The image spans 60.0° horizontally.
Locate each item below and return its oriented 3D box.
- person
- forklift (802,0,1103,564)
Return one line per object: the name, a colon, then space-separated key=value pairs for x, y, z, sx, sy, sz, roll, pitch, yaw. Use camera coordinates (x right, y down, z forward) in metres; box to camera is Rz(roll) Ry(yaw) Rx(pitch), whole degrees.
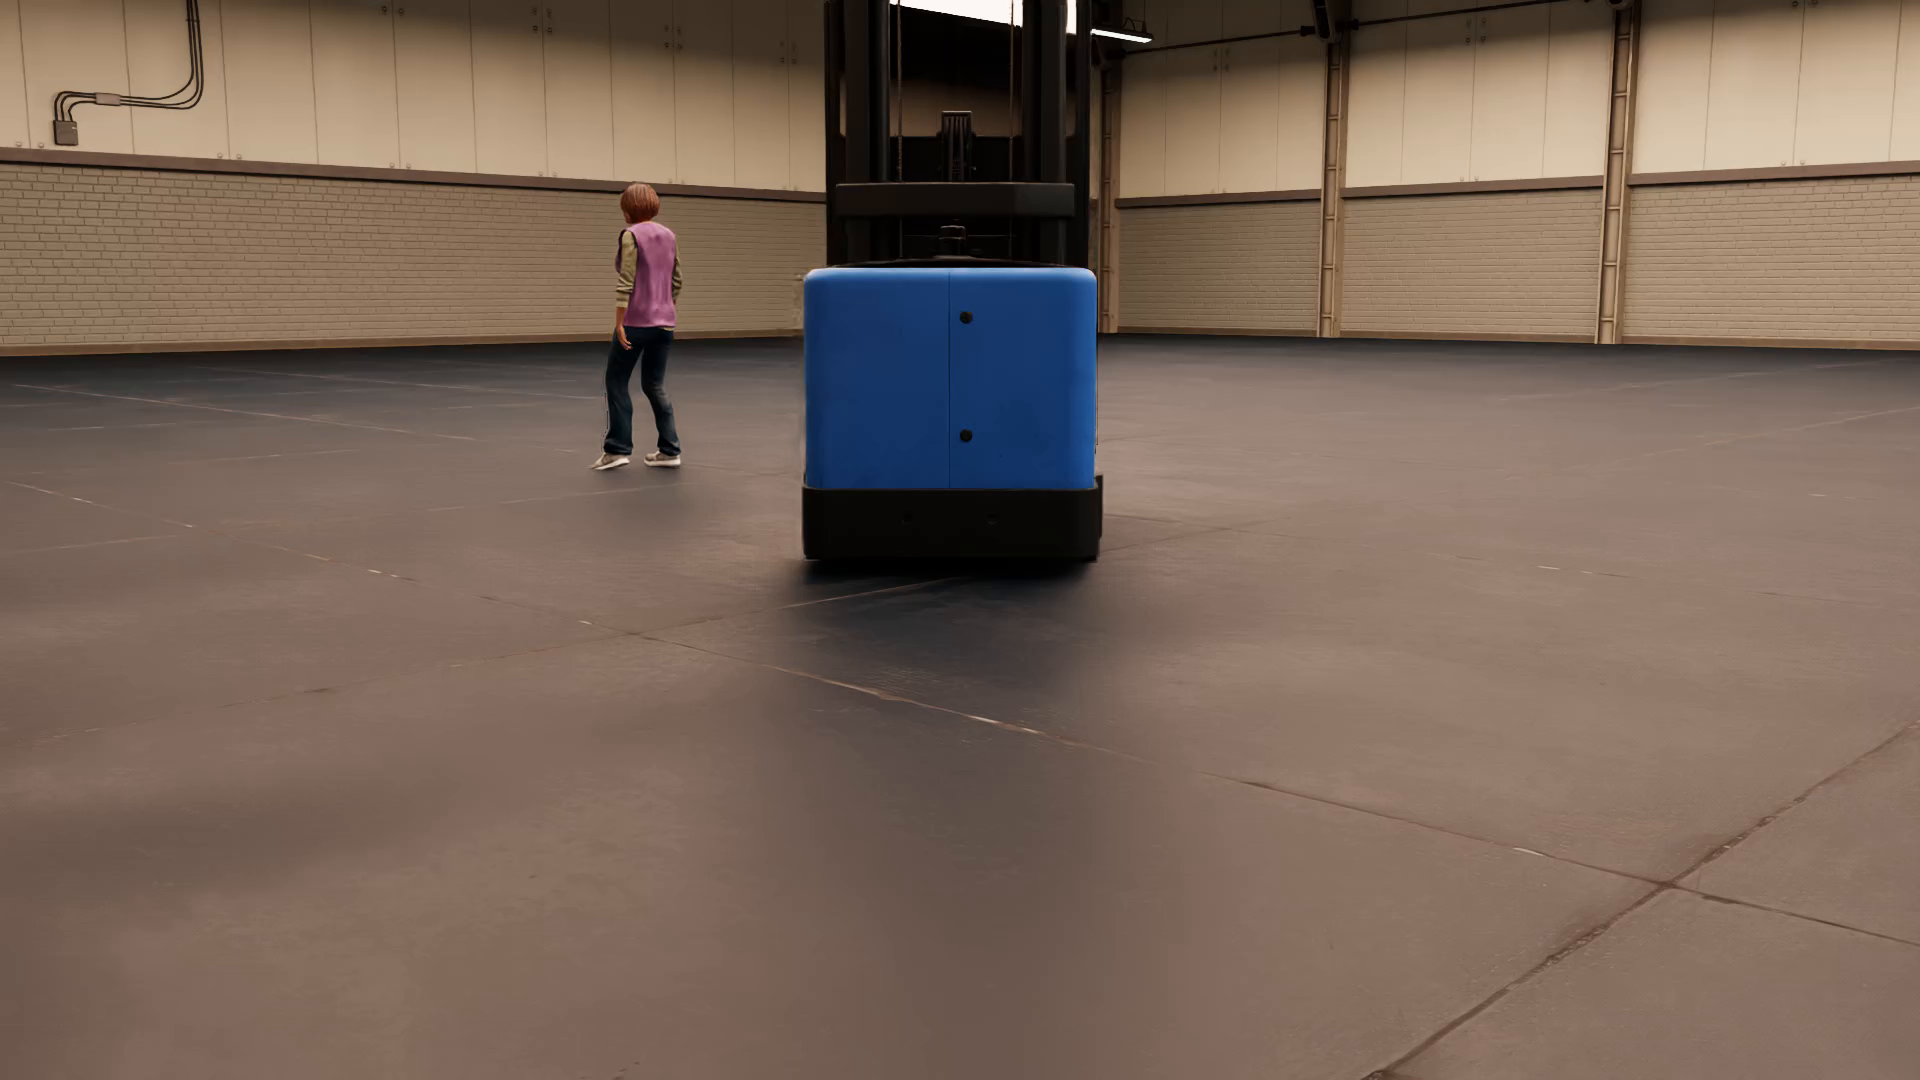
person: x=-1.822 y=-1.186 z=9.384 sx=0.439 sy=1.623 sz=0.494 roll=6 pitch=11 yaw=35
forklift: x=-0.005 y=-1.542 z=7.114 sx=1.130 sy=2.935 sz=3.031 roll=0 pitch=9 yaw=1
